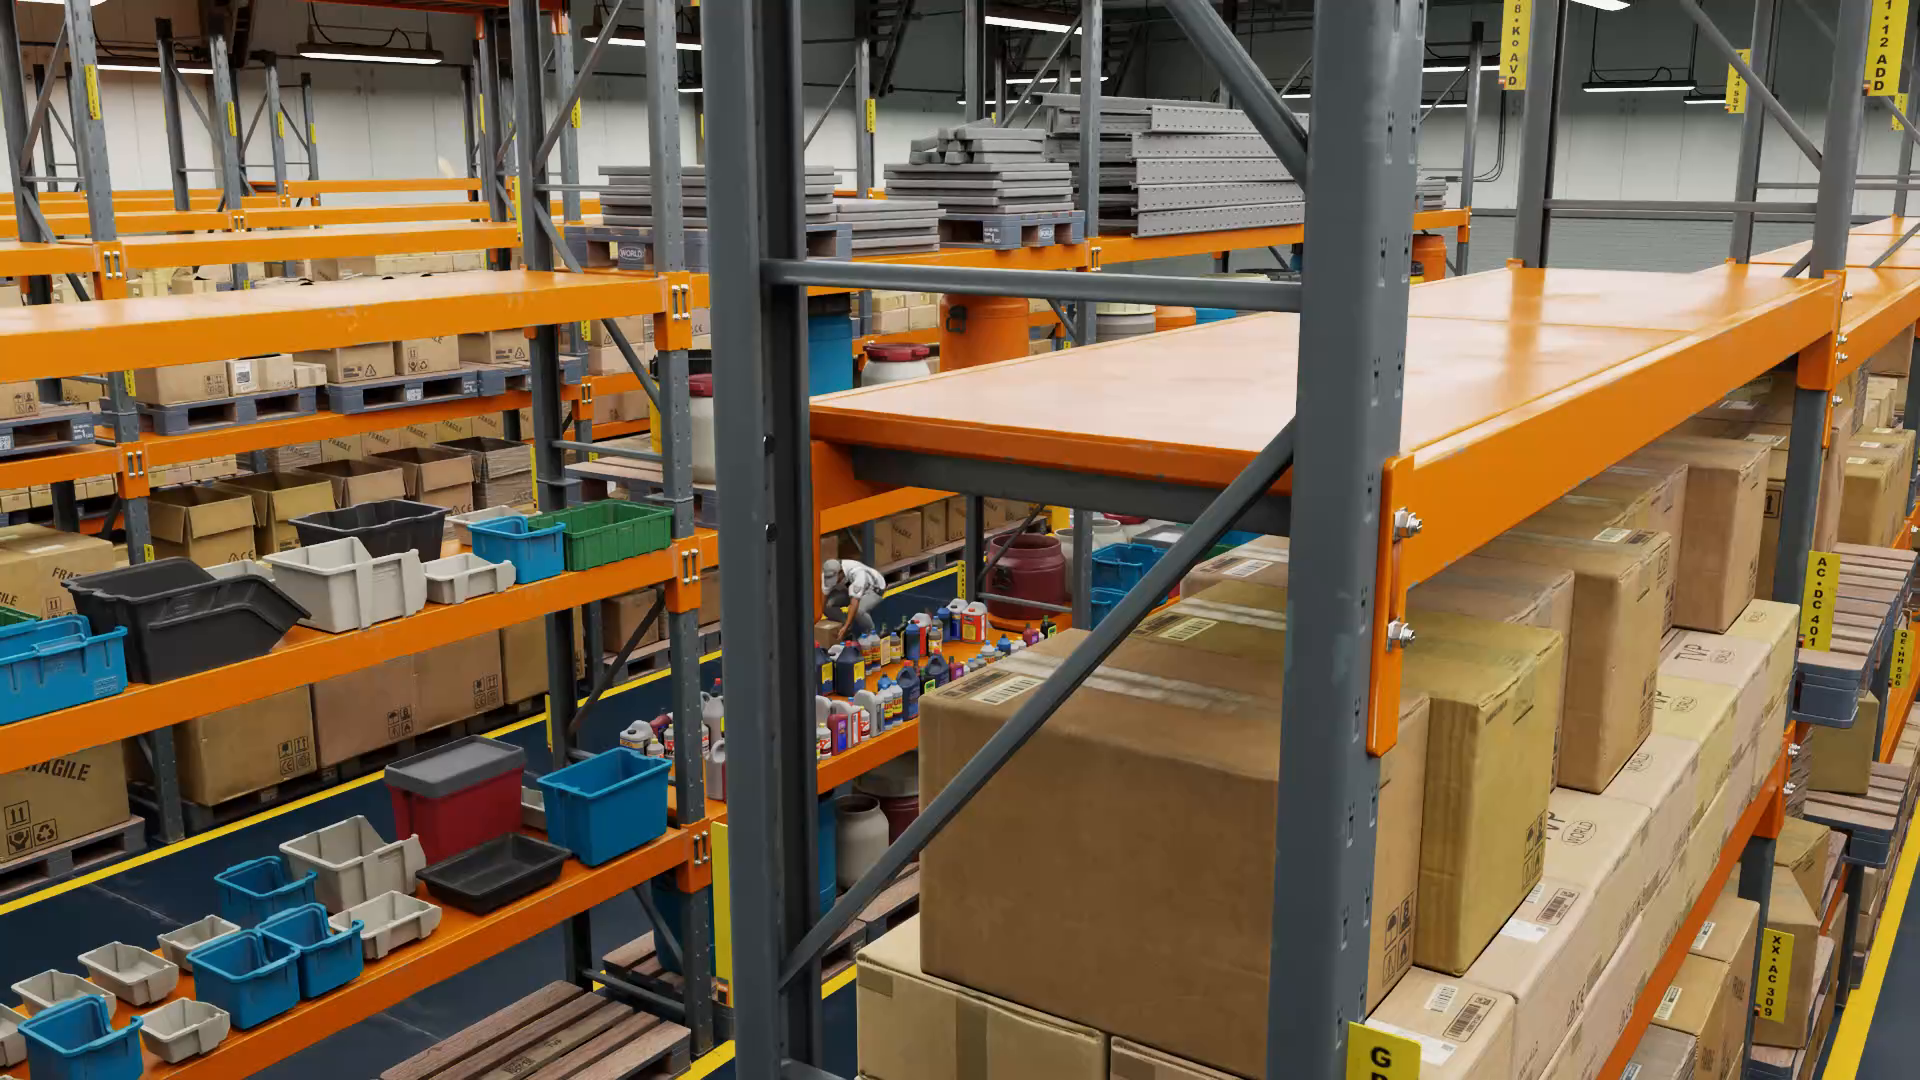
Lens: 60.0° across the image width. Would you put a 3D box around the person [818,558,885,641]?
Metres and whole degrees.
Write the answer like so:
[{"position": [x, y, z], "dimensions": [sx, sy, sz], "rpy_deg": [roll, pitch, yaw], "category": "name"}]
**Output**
[{"position": [-1.079, 0.559, 16.260], "dimensions": [0.516, 0.909, 0.857], "rpy_deg": [9, 16, 33], "category": "person"}]
